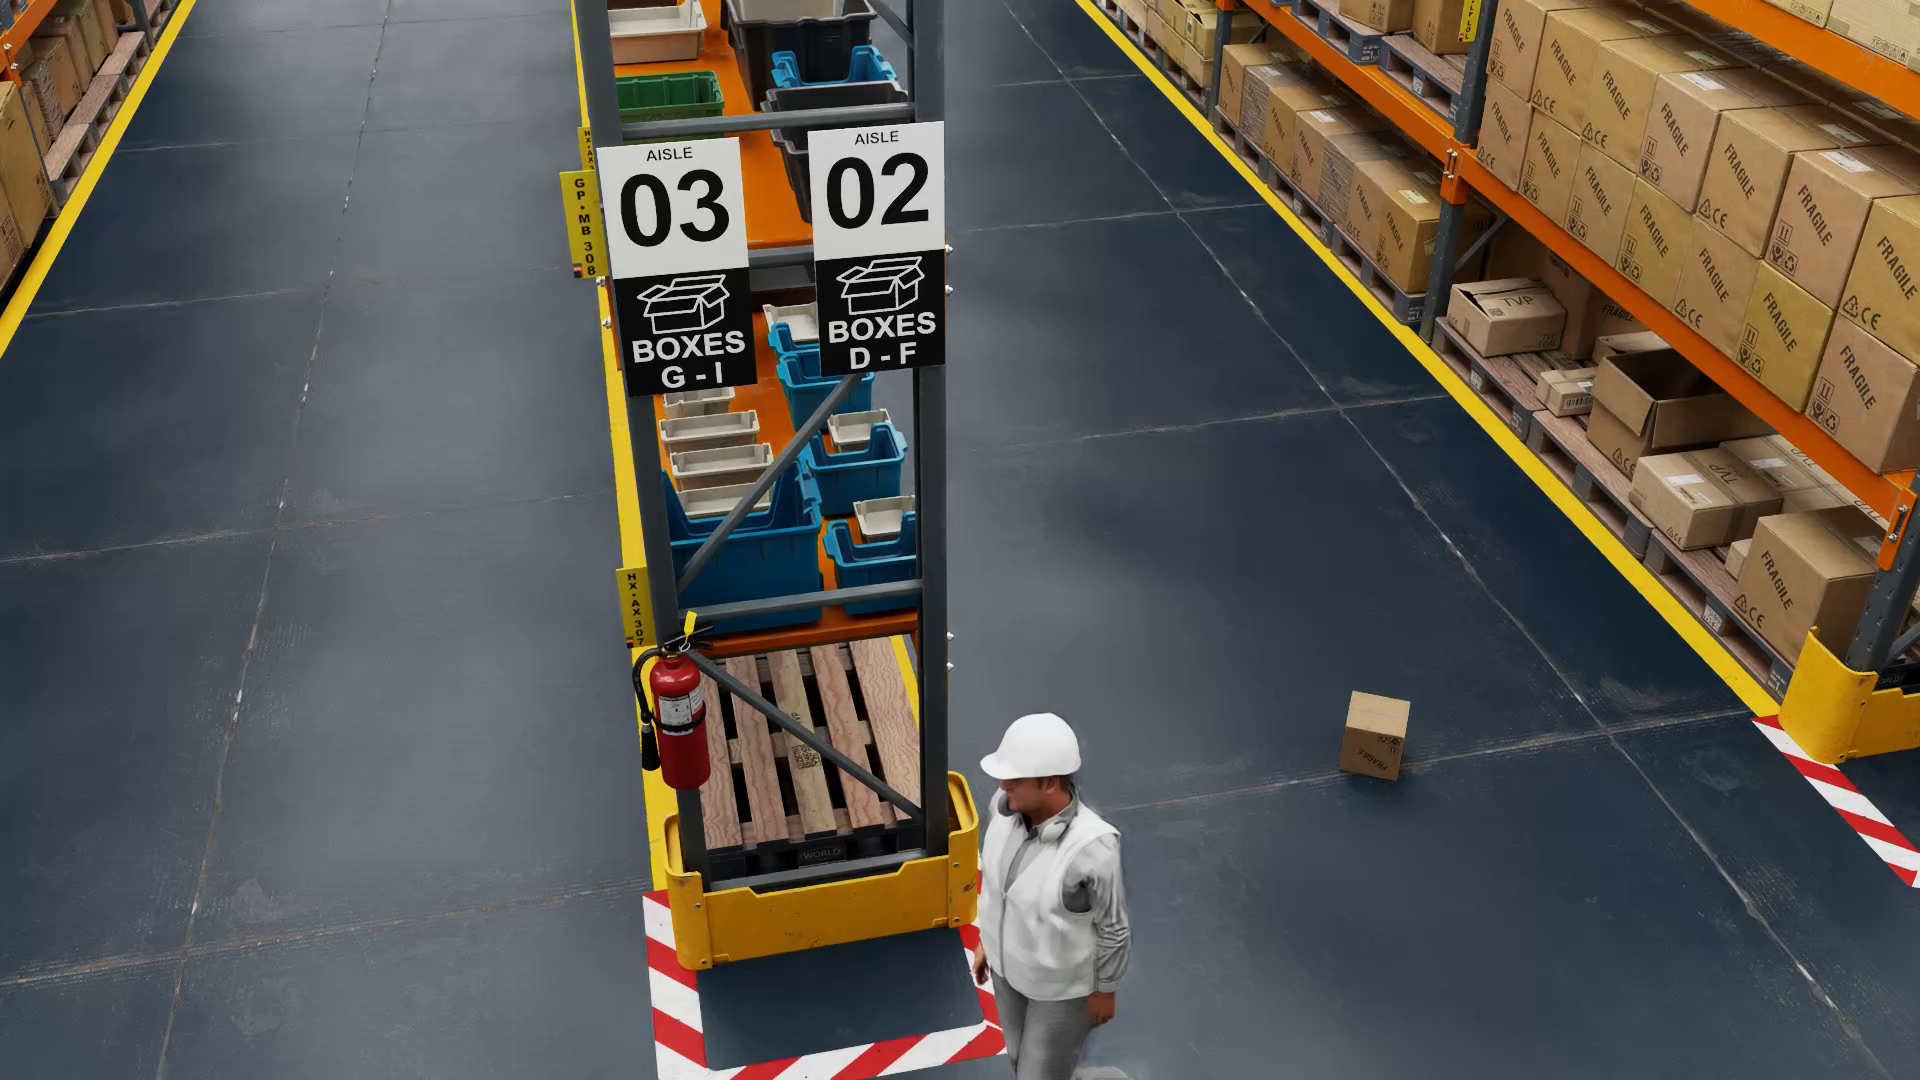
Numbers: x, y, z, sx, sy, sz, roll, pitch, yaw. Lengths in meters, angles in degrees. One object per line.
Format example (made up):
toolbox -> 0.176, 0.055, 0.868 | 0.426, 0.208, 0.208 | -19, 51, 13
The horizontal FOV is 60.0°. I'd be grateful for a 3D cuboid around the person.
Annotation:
person -> 0.272, 1.297, 5.184 | 0.492, 1.750, 0.572 | -25, 41, -32
